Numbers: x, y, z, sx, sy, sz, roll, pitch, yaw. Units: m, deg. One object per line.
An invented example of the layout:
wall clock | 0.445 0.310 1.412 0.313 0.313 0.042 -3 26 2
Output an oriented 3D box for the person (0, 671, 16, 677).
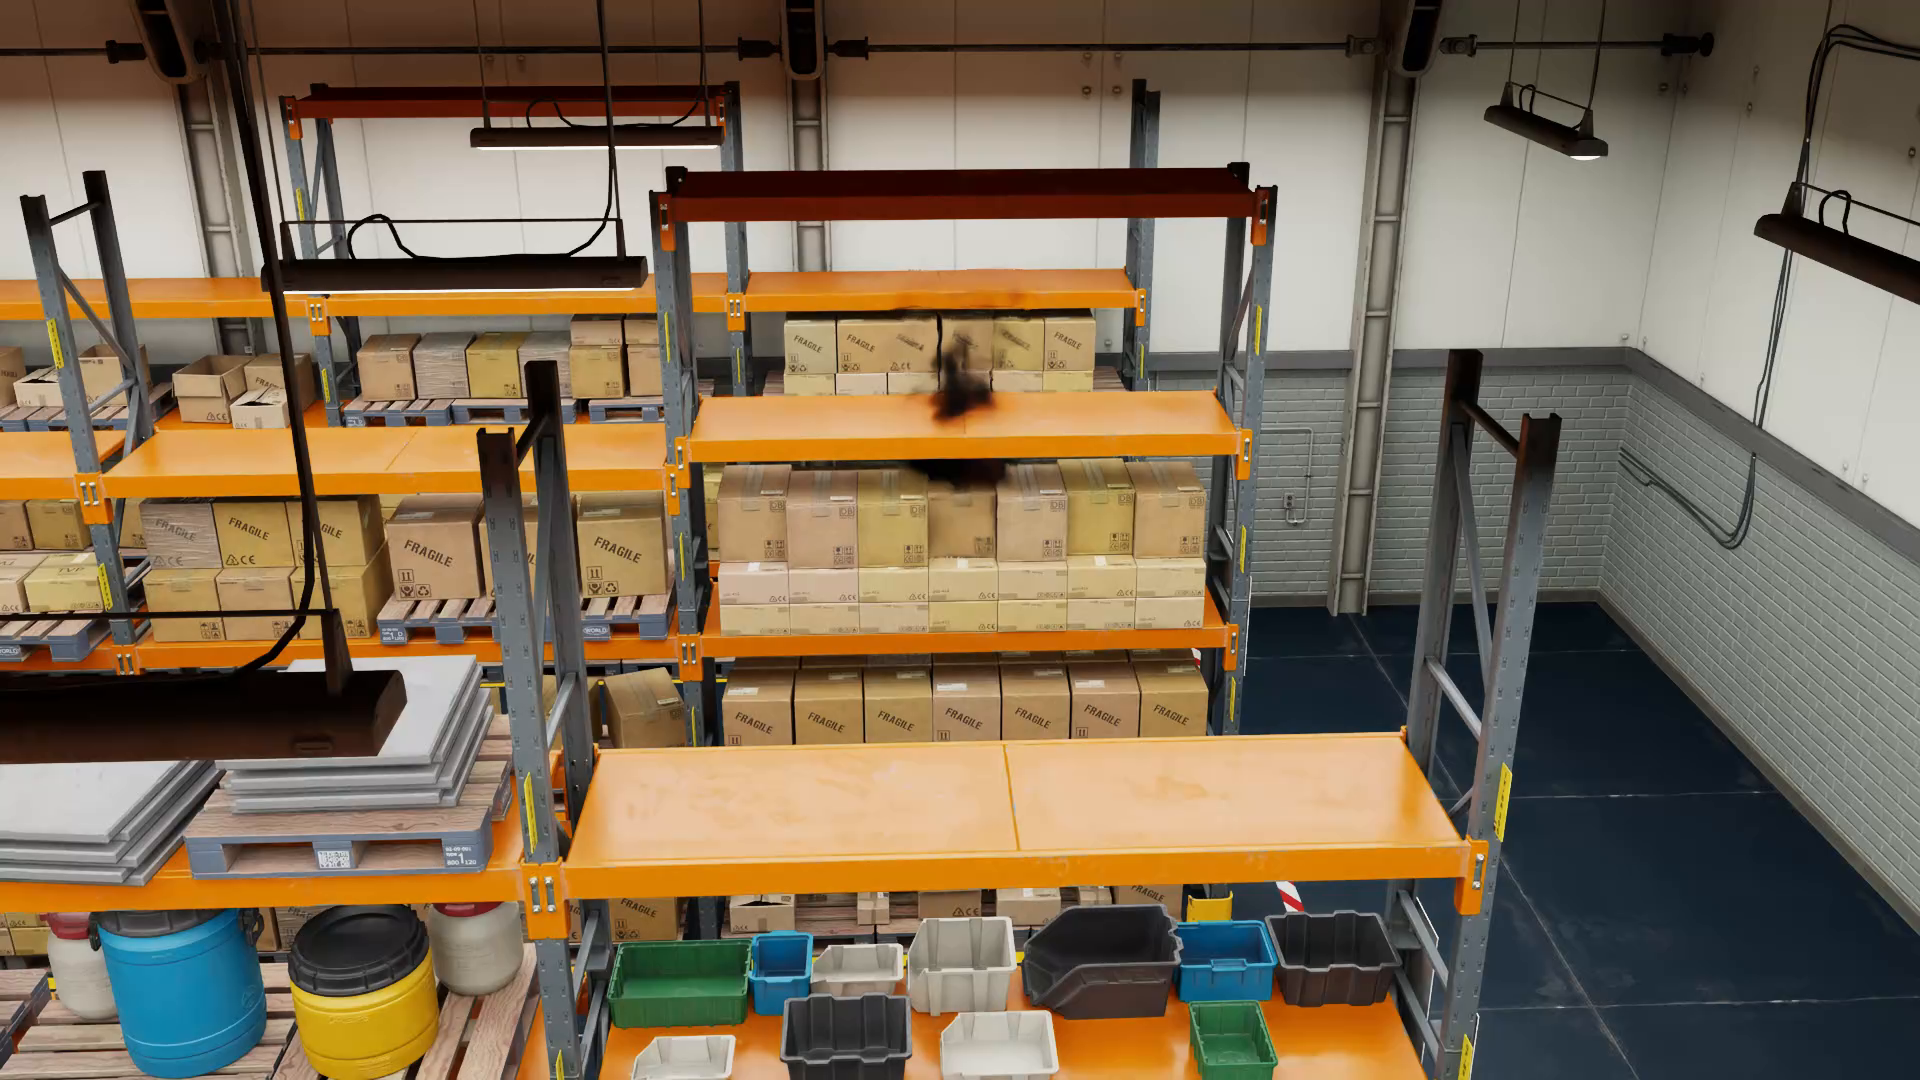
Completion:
person | -8.652 1.651 14.762 0.913 1.746 0.717 -2 22 -4
